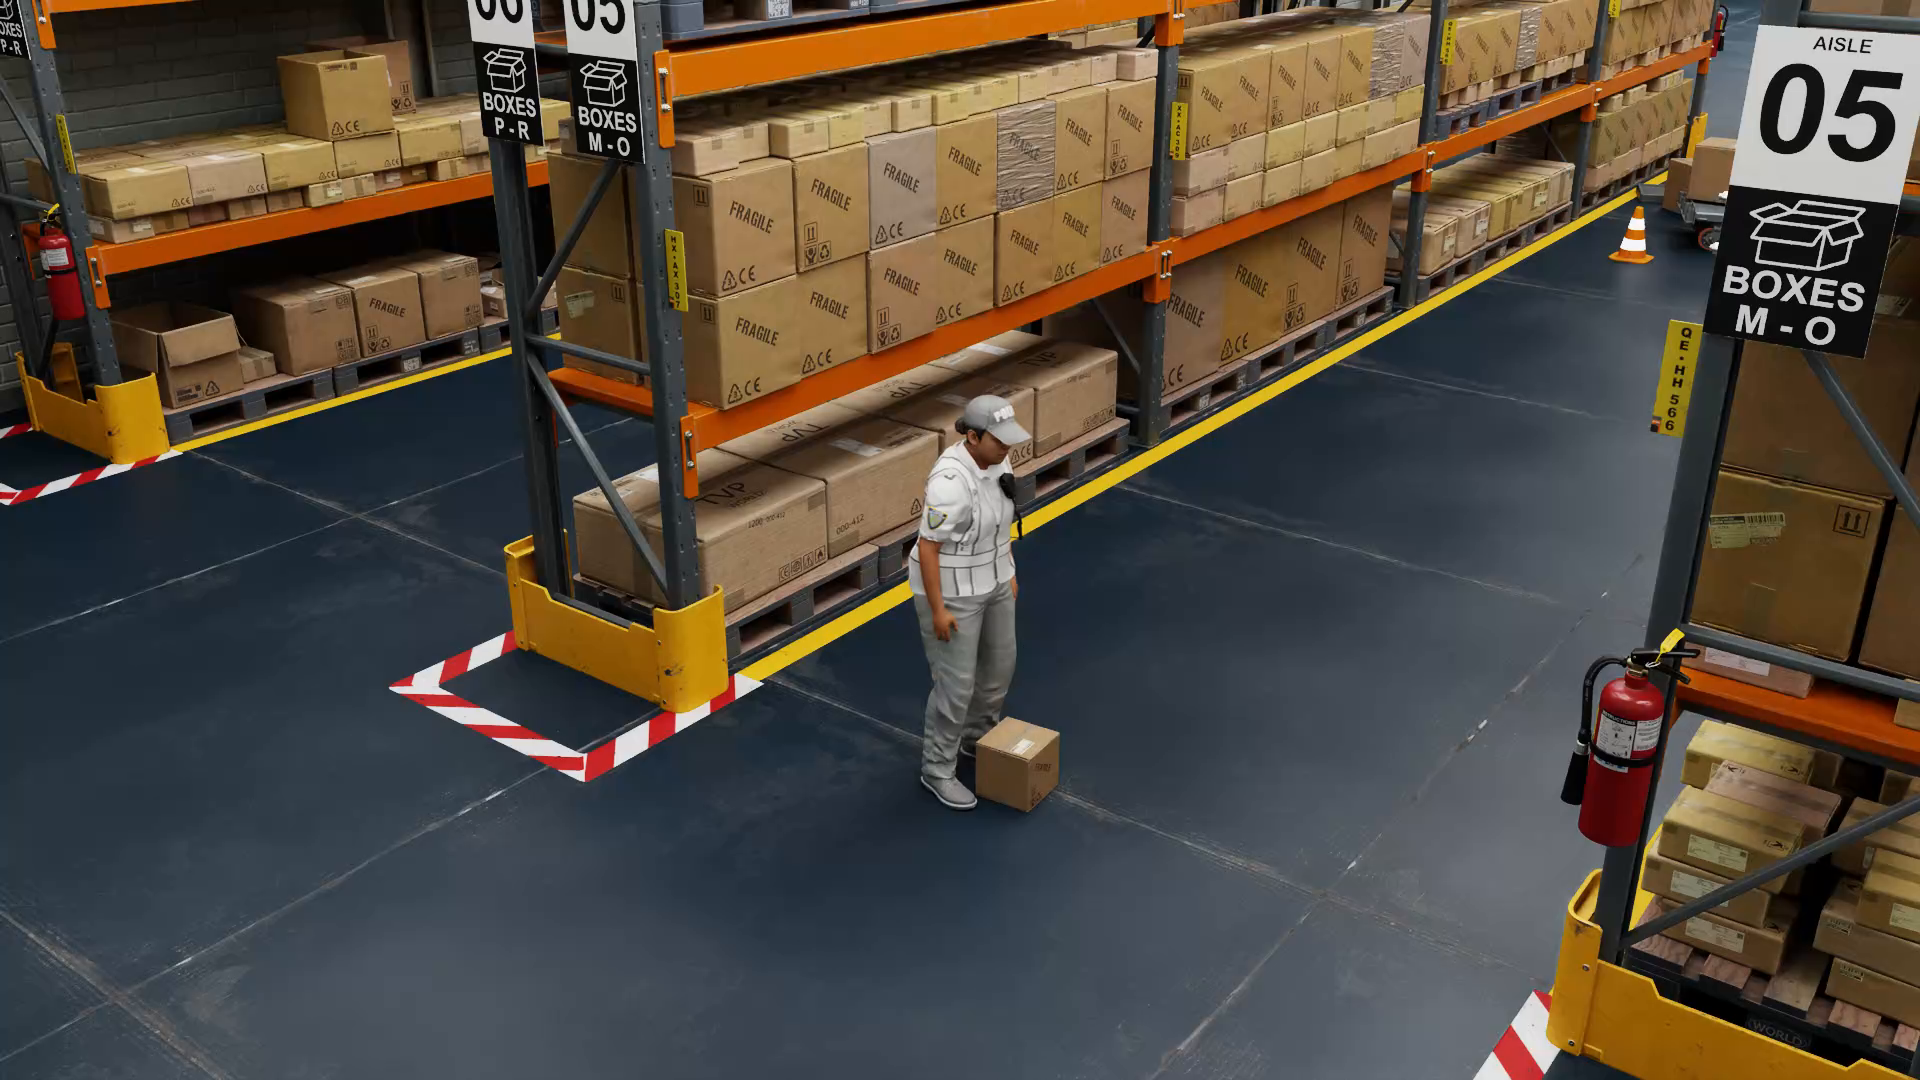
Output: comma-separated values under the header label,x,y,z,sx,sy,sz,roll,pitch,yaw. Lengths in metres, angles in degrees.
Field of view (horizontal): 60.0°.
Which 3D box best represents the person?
label,x,y,z,sx,sy,sz,roll,pitch,yaw
person,0.051,0.214,6.604,0.468,1.666,0.537,17,29,34
